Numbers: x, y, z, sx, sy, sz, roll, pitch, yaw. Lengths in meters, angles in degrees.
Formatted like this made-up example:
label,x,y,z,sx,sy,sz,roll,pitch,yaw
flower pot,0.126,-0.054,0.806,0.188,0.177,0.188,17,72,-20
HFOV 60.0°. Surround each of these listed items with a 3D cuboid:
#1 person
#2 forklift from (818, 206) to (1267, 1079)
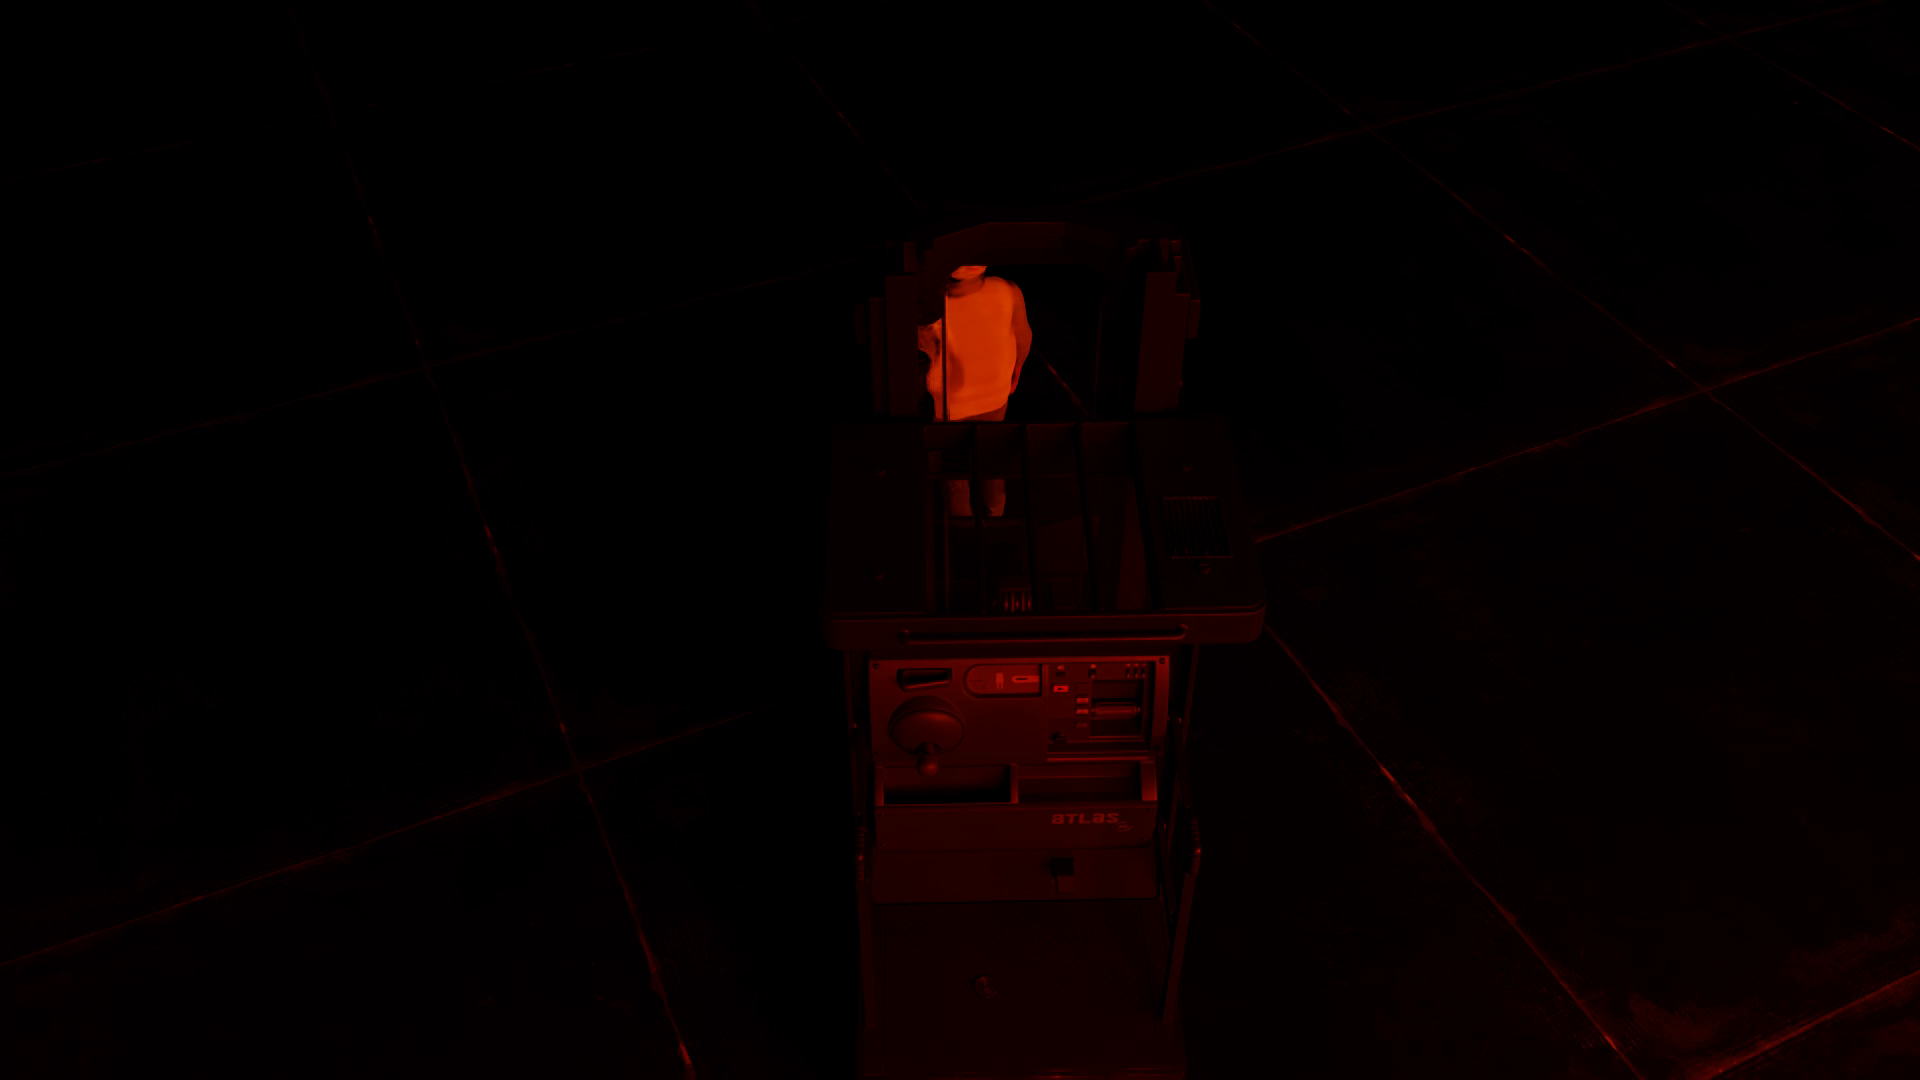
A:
label,x,y,z,sx,sy,sz,roll,pitch,yaw
person,-0.020,-0.695,7.262,0.633,1.775,0.566,-18,46,-18
forklift,0.190,0.619,5.017,1.130,2.935,3.031,-1,43,-1
